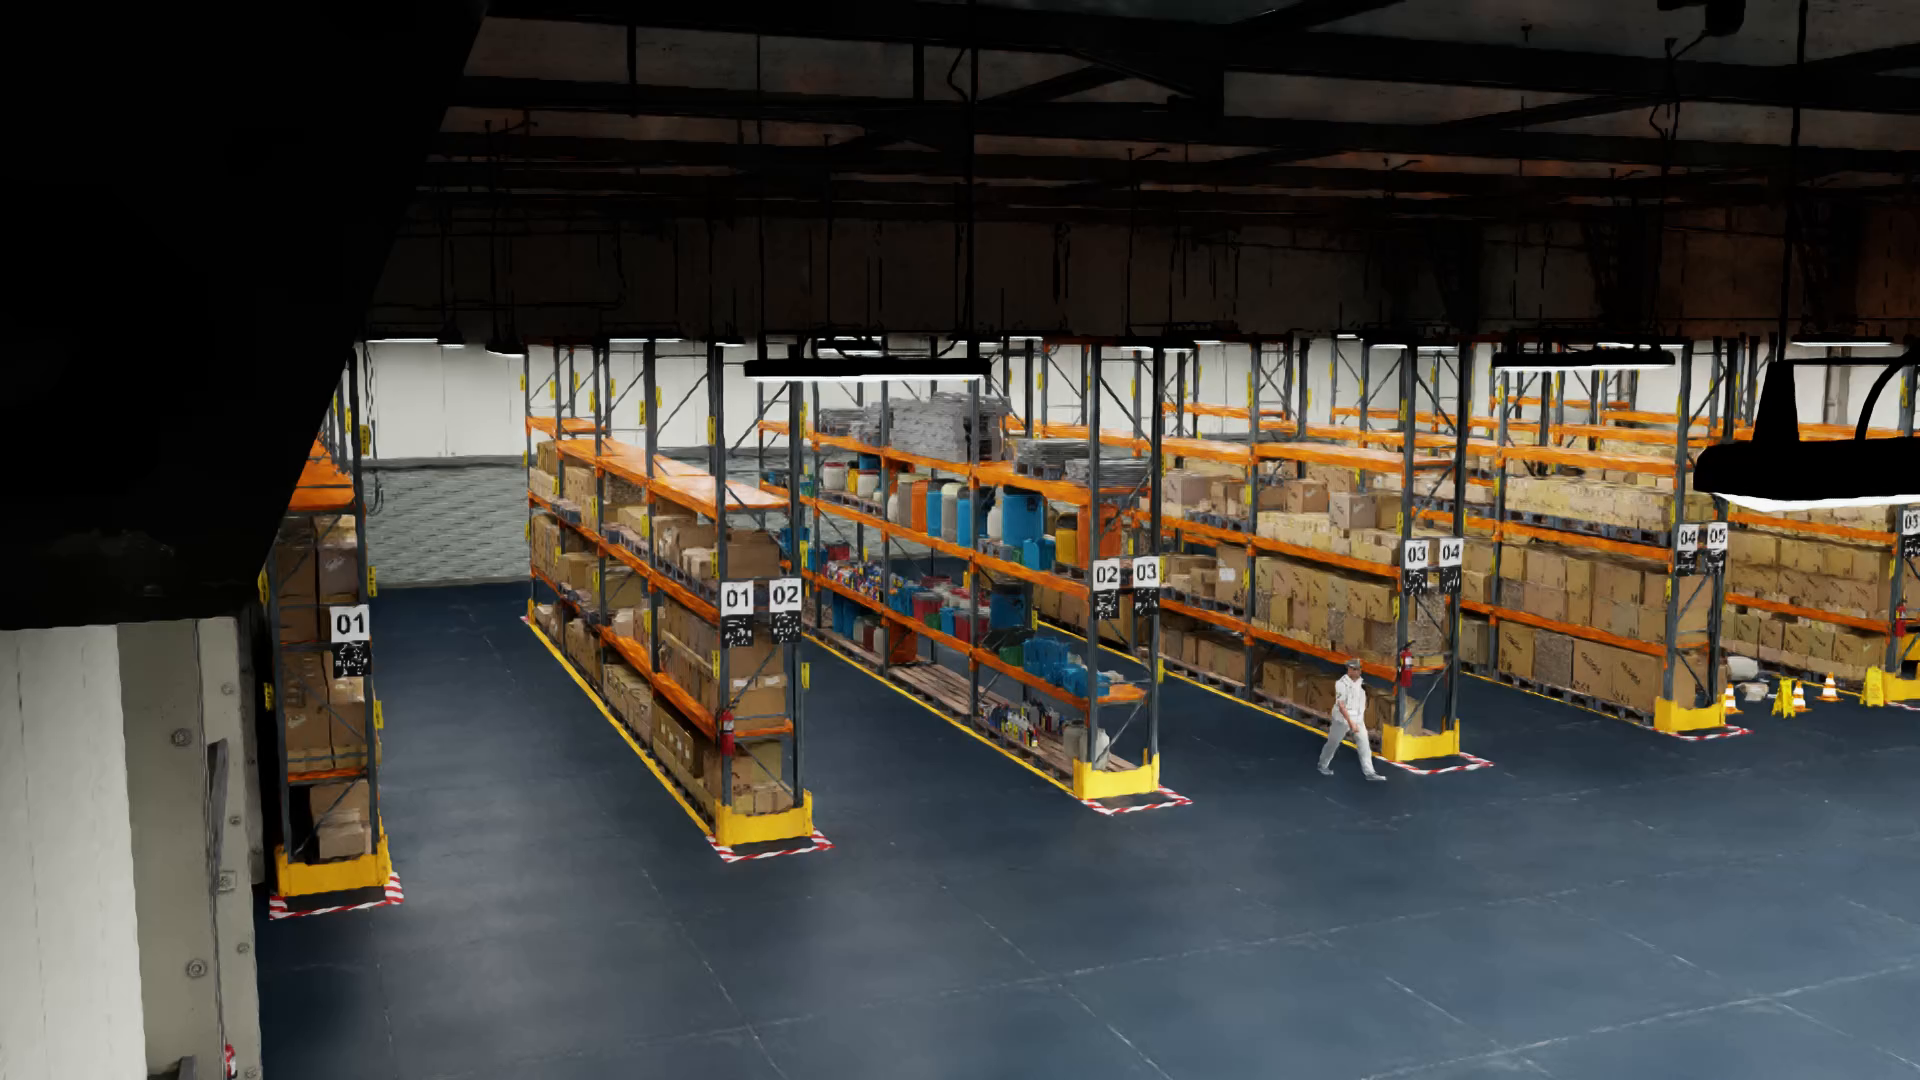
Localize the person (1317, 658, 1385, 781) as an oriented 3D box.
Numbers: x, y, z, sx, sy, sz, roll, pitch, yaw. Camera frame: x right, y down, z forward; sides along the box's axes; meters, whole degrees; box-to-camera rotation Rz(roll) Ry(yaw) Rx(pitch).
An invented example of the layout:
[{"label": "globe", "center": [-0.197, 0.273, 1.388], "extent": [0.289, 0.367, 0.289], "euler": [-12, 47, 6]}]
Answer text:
[{"label": "person", "center": [5.357, 2.440, 22.845], "extent": [0.536, 1.707, 1.036], "euler": [-4, 9, -30]}]

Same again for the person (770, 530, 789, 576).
[{"label": "person", "center": [-3.904, 0.576, 35.812], "extent": [0.538, 1.622, 0.424], "euler": [3, 8, 22]}]

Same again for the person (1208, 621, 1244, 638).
[{"label": "person", "center": [5.208, 1.122, 32.809], "extent": [0.543, 1.700, 1.114], "euler": [-3, 8, -20]}]
